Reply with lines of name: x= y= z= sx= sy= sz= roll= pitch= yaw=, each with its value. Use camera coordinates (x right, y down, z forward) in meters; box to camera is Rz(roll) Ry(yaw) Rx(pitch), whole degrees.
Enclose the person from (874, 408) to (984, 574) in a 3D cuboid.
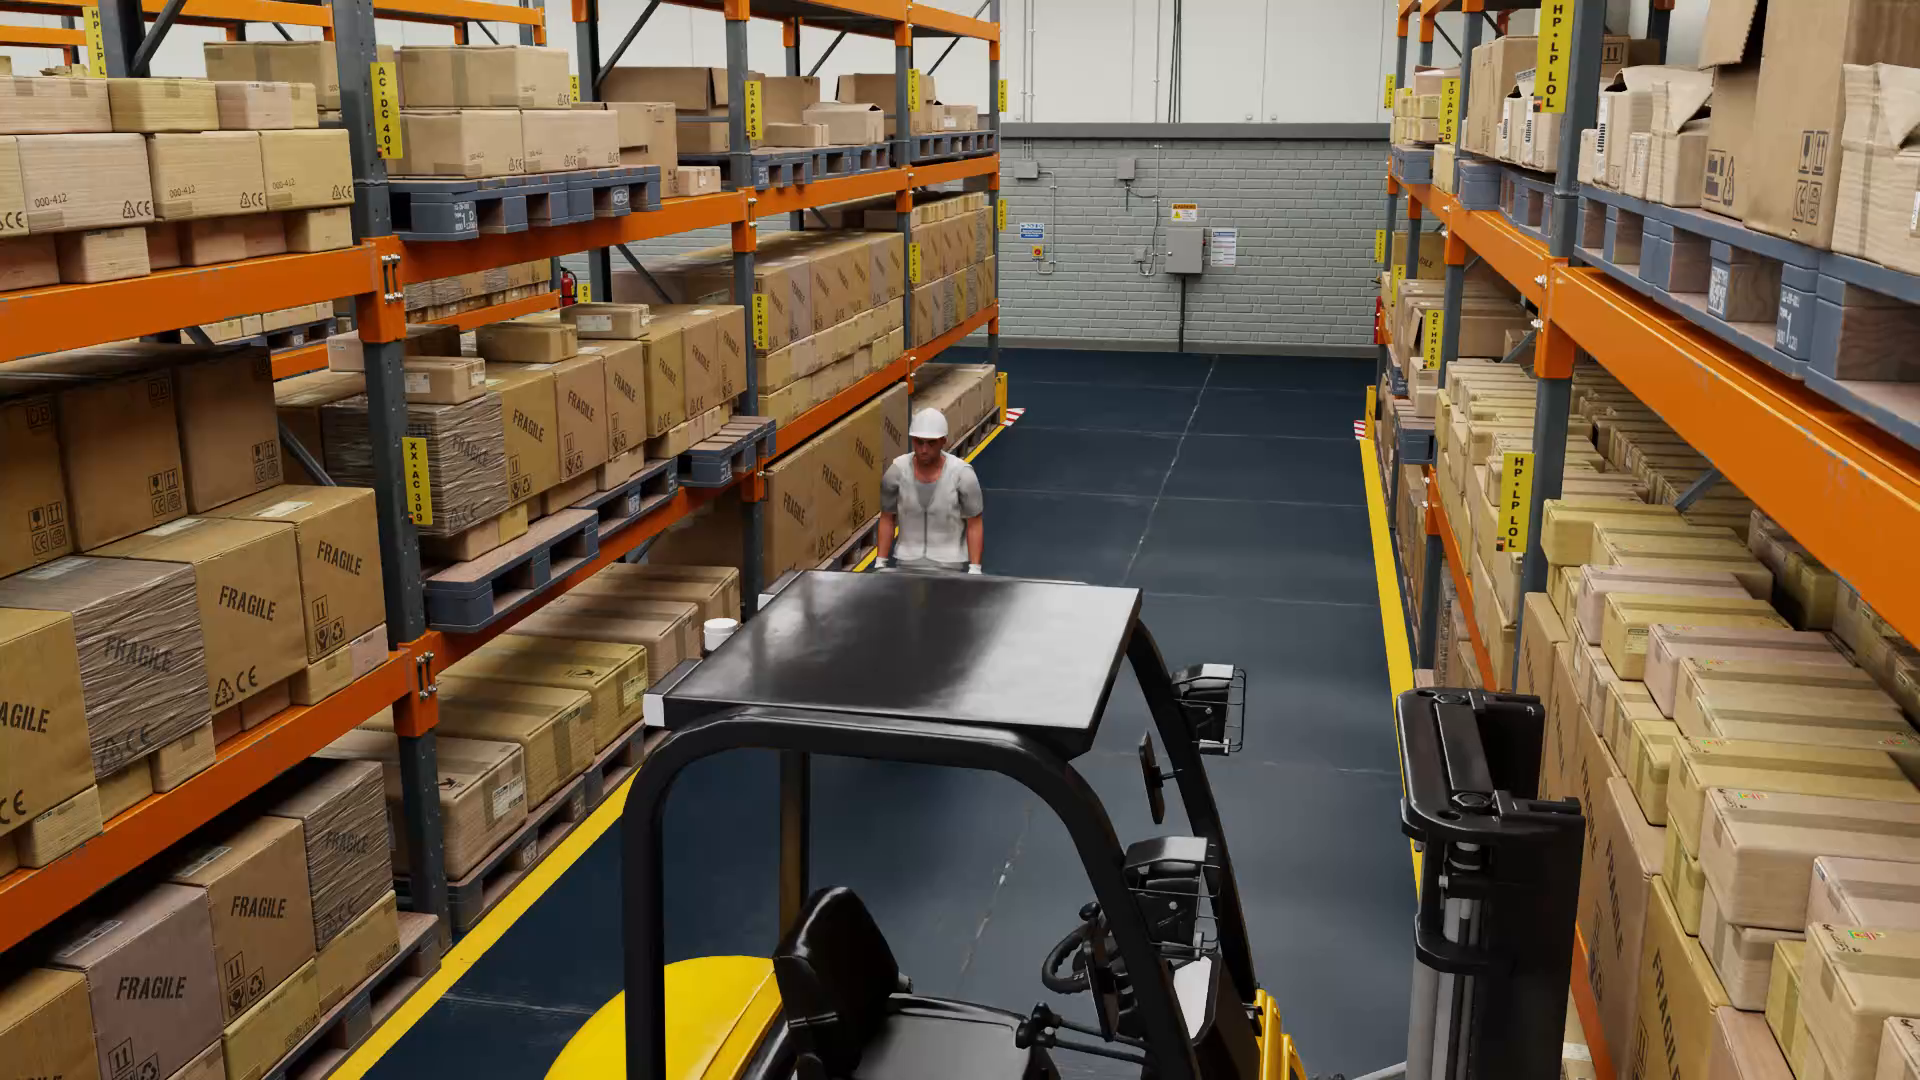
person: x=-0.172 y=0.167 z=8.838 sx=0.606 sy=1.778 sz=0.453 roll=3 pitch=15 yaw=11
